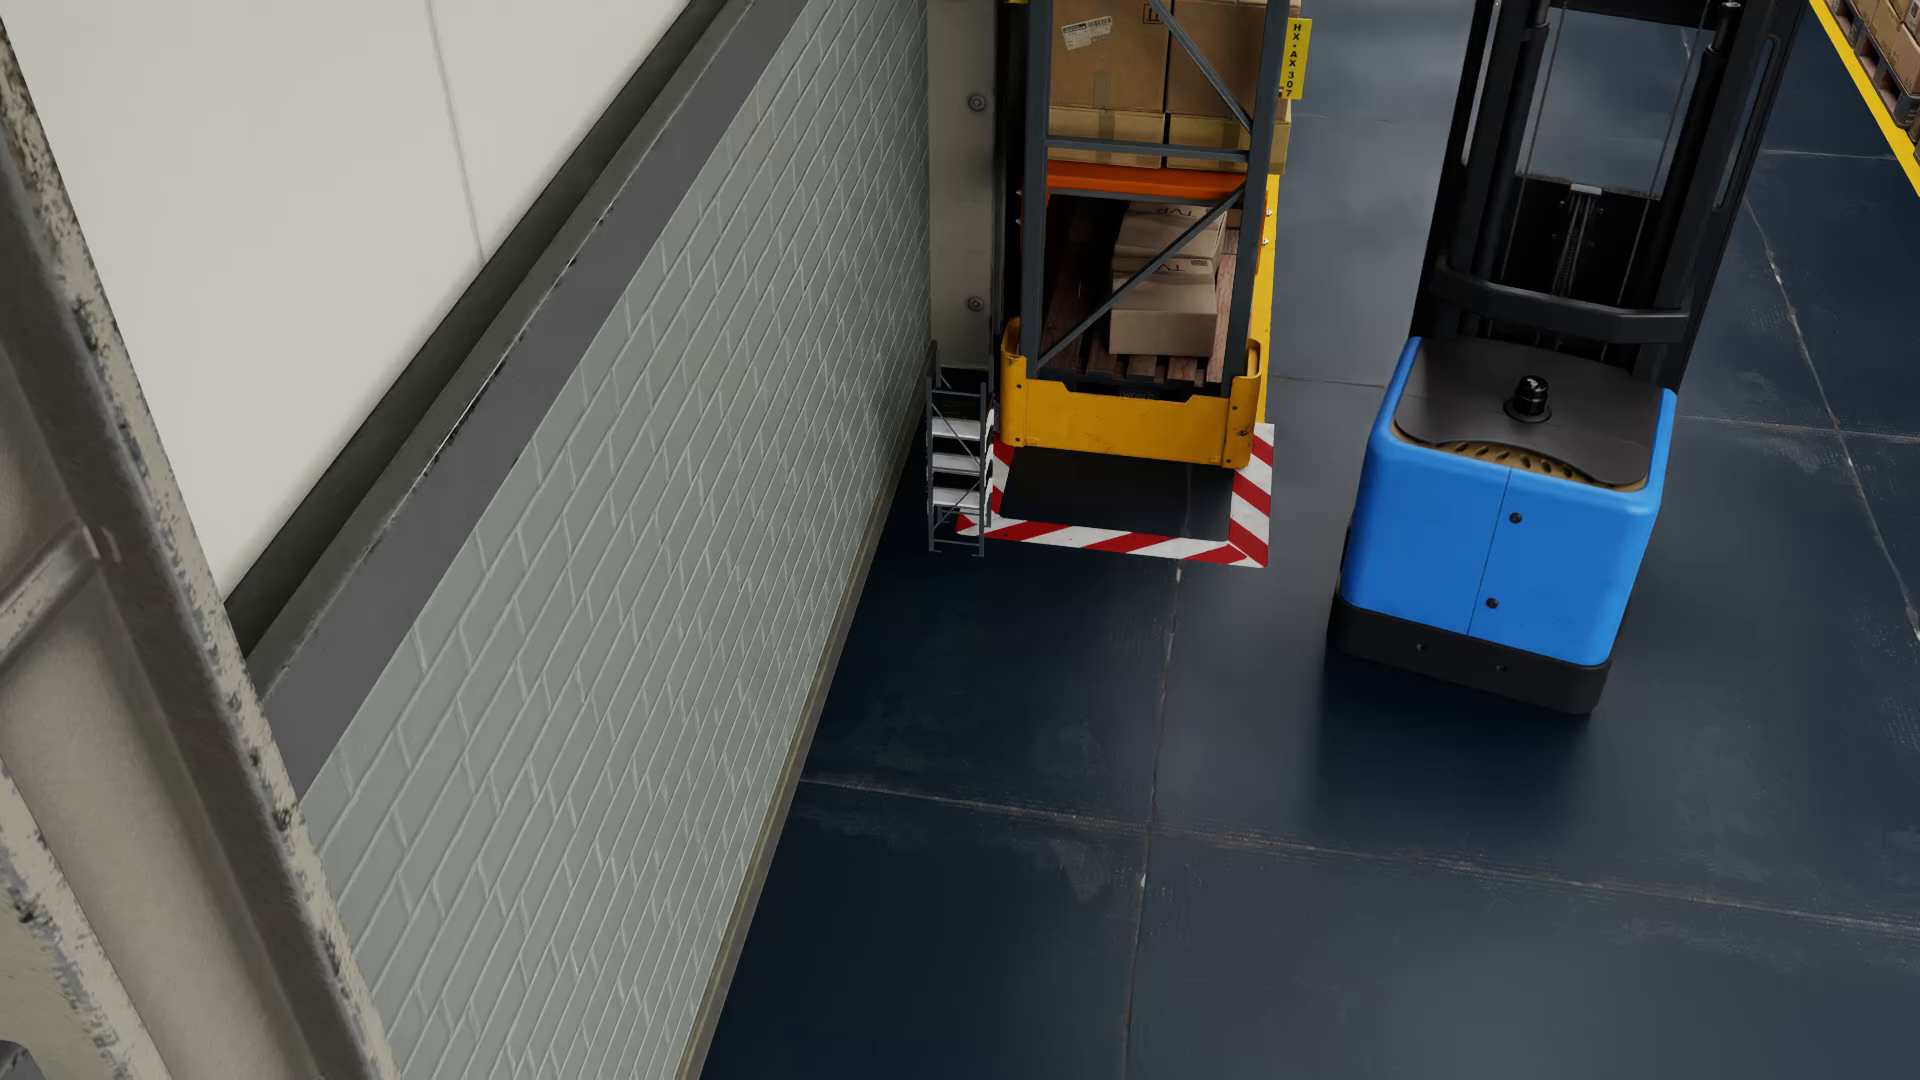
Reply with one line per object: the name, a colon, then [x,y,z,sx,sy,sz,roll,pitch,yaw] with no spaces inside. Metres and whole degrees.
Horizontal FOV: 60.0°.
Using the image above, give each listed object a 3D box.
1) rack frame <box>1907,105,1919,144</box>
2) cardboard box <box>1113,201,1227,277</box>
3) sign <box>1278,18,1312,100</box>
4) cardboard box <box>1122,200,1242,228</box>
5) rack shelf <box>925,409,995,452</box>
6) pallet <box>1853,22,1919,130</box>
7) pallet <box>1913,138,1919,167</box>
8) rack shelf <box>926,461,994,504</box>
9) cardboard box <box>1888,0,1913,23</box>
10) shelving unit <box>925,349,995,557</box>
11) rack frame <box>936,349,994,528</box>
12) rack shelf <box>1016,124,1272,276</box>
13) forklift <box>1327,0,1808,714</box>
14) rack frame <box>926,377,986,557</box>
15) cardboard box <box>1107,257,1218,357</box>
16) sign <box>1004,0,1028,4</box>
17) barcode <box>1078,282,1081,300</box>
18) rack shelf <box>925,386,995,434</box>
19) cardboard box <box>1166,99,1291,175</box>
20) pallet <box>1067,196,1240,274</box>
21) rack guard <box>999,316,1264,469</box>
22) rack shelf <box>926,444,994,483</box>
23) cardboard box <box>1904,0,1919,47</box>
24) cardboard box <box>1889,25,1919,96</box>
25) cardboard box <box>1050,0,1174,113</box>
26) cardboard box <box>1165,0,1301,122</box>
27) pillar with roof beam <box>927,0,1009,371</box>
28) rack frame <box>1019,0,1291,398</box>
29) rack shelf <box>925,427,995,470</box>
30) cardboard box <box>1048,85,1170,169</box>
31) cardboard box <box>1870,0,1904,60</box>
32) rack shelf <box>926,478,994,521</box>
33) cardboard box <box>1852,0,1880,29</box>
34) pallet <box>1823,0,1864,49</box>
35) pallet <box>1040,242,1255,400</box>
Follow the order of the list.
rack frame: [6.339,-3.567,9.210,1.000,3.000,0.127,6,40,8]
cardboard box: [1.074,-1.516,8.495,0.500,0.311,0.500,10,41,11]
sign: [1.301,-1.875,6.484,0.100,0.325,0.005,6,40,8]
cardboard box: [1.250,-2.044,8.984,0.700,0.500,0.500,4,40,5]
rack shelf: [0.001,-0.465,6.876,0.258,0.077,0.200,6,40,8]
pallet: [6.428,-2.959,10.663,1.003,0.211,1.213,6,40,8]
pallet: [6.160,-1.998,9.501,1.003,0.211,1.213,6,40,8]
rack shelf: [0.001,-0.257,7.048,0.258,0.077,0.200,6,40,8]
cardboard box: [6.210,-3.498,10.516,0.500,0.311,0.500,7,40,9]
shelving unit: [0.001,-0.352,6.969,0.258,0.900,0.210,6,40,8]
rack frame: [0.019,-0.416,7.046,0.240,0.900,0.006,6,40,8]
rack shelf: [1.113,-2.579,8.579,1.077,0.370,4.000,6,40,8]
forklift: [2.508,-1.409,6.653,1.130,2.935,3.031,15,42,17]
rack frame: [-0.016,-0.288,6.892,0.240,0.900,0.006,6,40,8]
cardboard box: [0.975,-1.158,8.062,0.500,0.311,0.500,2,40,3]
sign: [0.224,-2.243,6.452,0.100,0.325,0.005,6,40,8]
barcode: [0.584,-1.217,8.126,0.001,0.075,0.075,6,40,8]
rack shelf: [0.001,-0.534,6.818,0.258,0.077,0.200,6,40,8]
cardboard box: [1.164,-1.822,7.201,0.500,0.250,0.500,5,40,6]
pallet: [1.169,-1.843,9.314,1.003,0.211,1.213,6,40,8]
rack guard: [0.780,-0.685,7.686,1.175,0.500,0.348,6,40,8]
rack shelf: [0.001,-0.326,6.990,0.258,0.077,0.200,6,40,8]
cardboard box: [6.126,-3.171,10.120,0.500,0.311,0.500,6,40,8]
cardboard box: [6.125,-2.962,10.306,0.500,0.250,0.500,6,40,7]
cardboard box: [0.639,-2.159,7.021,0.500,0.500,0.500,6,40,7]
cardboard box: [1.145,-2.106,6.957,0.500,0.500,0.500,6,40,8]
pillar with roof beam: [4.276,-3.973,4.993,9.100,9.000,0.400,6,40,8]
rack frame: [0.767,-1.601,6.832,1.000,3.000,0.127,6,40,8]
rack shelf: [0.001,-0.395,6.933,0.258,0.077,0.200,6,40,8]
cardboard box: [0.657,-1.865,7.254,0.500,0.250,0.500,7,40,8]
cardboard box: [6.214,-3.279,10.690,0.500,0.250,0.500,6,40,7]
rack shelf: [0.001,-0.187,7.105,0.258,0.077,0.200,6,40,8]
cardboard box: [6.302,-3.600,11.078,0.500,0.250,0.500,7,40,9]
pallet: [6.637,-3.727,11.592,1.003,0.211,1.213,6,40,8]
pallet: [0.955,-1.080,8.390,1.003,0.211,1.213,6,40,8]
